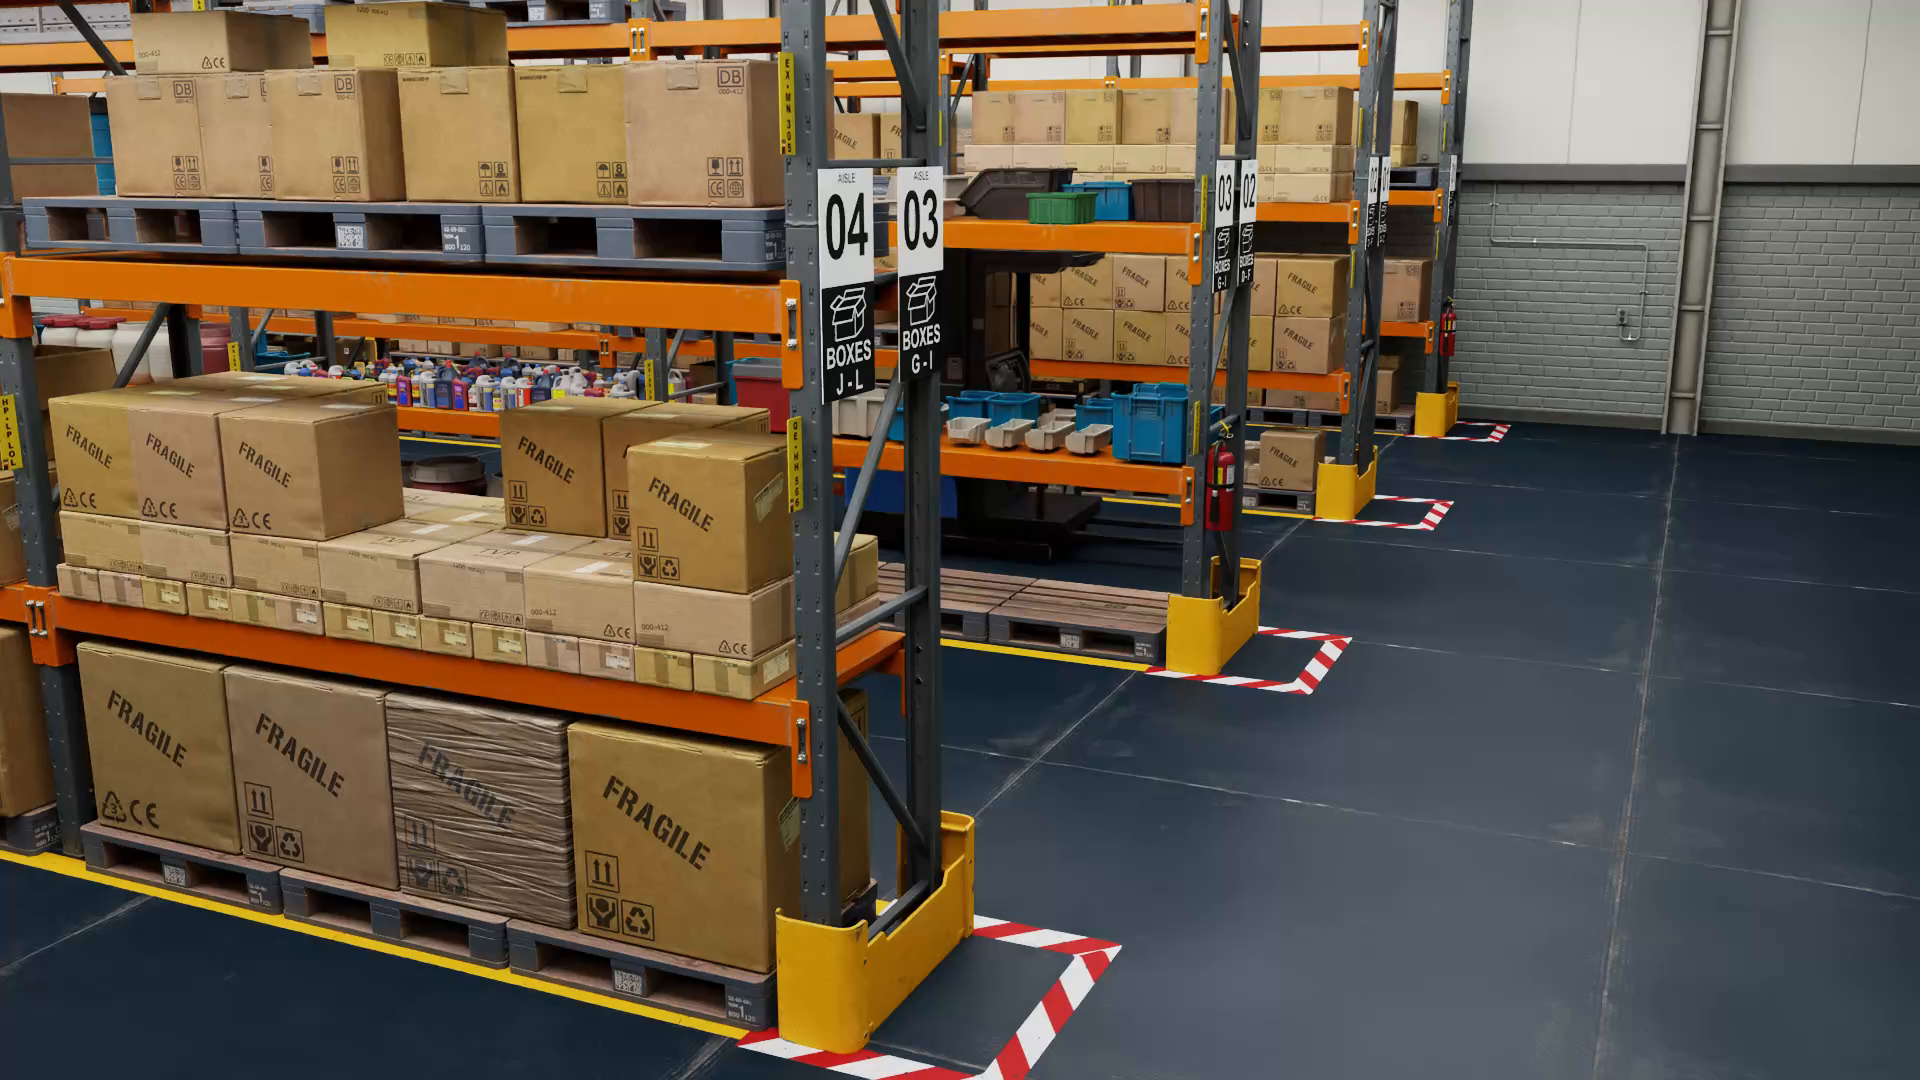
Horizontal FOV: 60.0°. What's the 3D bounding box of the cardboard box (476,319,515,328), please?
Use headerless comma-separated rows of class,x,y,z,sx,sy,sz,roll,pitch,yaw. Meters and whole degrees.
cardboard box,-5.174,-2.703,18.989,0.500,0.500,0.500,5,14,20

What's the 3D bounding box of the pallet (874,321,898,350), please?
pallet,-0.663,-2.136,17.210,1.213,0.211,1.003,6,14,23

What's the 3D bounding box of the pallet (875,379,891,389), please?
pallet,-0.940,-2.091,22.705,1.213,0.211,1.003,6,14,23

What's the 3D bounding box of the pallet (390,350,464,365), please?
pallet,-8.147,-2.831,25.855,1.213,0.211,1.003,6,14,23

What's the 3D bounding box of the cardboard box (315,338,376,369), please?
cardboard box,-7.588,-2.212,20.573,0.500,0.500,0.500,6,14,23

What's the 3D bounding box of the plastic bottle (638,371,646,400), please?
plastic bottle,-2.472,-1.187,13.028,0.097,0.271,0.097,0,13,0

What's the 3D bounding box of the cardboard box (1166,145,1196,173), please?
cardboard box,2.195,-3.480,15.189,0.500,0.250,0.500,6,14,23

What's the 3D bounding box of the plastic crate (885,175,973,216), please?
plastic crate,-0.230,-2.400,11.611,0.530,0.282,0.437,6,14,23

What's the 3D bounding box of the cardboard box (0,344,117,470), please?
cardboard box,-4.579,-0.658,8.078,0.637,0.503,0.797,5,14,22

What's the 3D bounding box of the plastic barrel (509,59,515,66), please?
plastic barrel,-3.608,-3.133,12.457,0.708,0.901,0.600,6,14,23

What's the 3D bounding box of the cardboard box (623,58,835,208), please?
cardboard box,-0.832,-1.492,6.126,0.500,0.500,0.700,5,14,20

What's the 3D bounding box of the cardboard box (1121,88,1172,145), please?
cardboard box,1.862,-3.956,15.573,0.500,0.500,0.700,6,14,23

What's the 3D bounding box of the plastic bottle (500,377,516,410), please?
plastic bottle,-3.395,-1.100,12.646,0.135,0.276,0.152,6,14,23

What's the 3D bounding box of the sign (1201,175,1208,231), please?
sign,1.463,-2.021,9.964,0.005,0.325,0.100,6,14,23

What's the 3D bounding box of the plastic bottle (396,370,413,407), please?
plastic bottle,-4.340,-1.187,13.004,0.133,0.283,0.061,6,14,23

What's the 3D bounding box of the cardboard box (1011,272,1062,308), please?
cardboard box,0.813,-2.518,16.011,0.500,0.500,0.500,5,14,21

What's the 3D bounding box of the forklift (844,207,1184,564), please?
forklift,0.584,-1.374,13.693,3.031,2.935,1.130,5,14,21

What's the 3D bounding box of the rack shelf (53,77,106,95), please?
rack shelf,-9.119,-5.433,20.162,4.000,0.370,1.077,6,14,23

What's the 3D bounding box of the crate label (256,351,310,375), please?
crate label,-5.877,-1.504,14.465,0.416,0.233,0.303,6,14,23

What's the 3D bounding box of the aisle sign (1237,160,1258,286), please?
aisle sign,1.857,-2.049,10.730,0.004,0.787,0.394,6,14,23

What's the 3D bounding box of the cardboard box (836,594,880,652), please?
cardboard box,-0.526,0.327,6.845,0.250,0.149,0.380,6,14,24

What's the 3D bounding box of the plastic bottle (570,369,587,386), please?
plastic bottle,-2.900,-1.121,12.573,0.185,0.351,0.144,6,14,23

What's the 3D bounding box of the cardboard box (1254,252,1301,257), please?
cardboard box,2.901,-2.441,15.682,0.500,0.500,0.500,6,14,24

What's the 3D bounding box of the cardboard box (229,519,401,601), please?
cardboard box,-2.740,0.057,7.125,0.500,0.250,0.500,6,15,25

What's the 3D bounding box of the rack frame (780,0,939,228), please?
rack frame,-0.335,-2.614,5.697,0.127,3.000,1.000,6,14,23

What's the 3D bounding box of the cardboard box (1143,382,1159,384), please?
cardboard box,2.669,-2.064,21.038,0.500,0.500,0.700,6,14,24

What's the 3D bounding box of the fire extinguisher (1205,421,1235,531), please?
fire extinguisher,1.625,-0.400,10.378,0.183,0.674,0.296,6,14,23

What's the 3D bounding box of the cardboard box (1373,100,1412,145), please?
cardboard box,4.904,-4.813,19.185,0.500,0.500,0.500,6,14,23

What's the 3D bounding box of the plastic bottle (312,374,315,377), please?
plastic bottle,-5.194,-1.238,13.401,0.097,0.201,0.097,0,13,0

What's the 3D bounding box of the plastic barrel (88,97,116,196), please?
plastic barrel,-7.551,-3.420,14.600,0.708,0.901,0.600,6,14,23

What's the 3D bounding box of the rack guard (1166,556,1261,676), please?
rack guard,1.698,0.489,11.079,0.348,0.500,1.175,6,14,23

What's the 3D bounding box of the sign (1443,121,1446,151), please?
sign,5.452,-4.538,18.697,0.005,0.325,0.100,6,14,23

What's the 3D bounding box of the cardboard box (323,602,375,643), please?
cardboard box,-2.430,0.299,6.962,0.250,0.149,0.380,5,14,22

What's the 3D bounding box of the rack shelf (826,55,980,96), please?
rack shelf,-1.805,-4.693,17.007,4.000,0.370,1.077,6,14,23

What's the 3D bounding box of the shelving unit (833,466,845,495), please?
shelving unit,-1.084,-0.682,14.525,0.503,1.200,0.258,5,14,21

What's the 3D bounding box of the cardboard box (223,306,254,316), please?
cardboard box,-8.641,-3.056,20.492,0.500,0.500,0.700,6,14,24

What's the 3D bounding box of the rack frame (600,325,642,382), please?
rack frame,-3.633,-2.502,18.353,0.127,3.000,1.000,6,14,23

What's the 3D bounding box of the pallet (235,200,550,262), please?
pallet,-2.137,-1.290,6.813,1.213,0.211,1.003,6,14,23

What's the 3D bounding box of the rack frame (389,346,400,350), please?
rack frame,-8.945,-4.278,25.919,0.127,3.000,1.000,6,14,23

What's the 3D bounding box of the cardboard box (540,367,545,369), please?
cardboard box,-4.942,-1.846,19.426,0.500,0.311,0.500,5,14,22

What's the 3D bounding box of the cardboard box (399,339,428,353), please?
cardboard box,-8.349,-3.100,25.823,0.500,0.311,0.500,4,14,17

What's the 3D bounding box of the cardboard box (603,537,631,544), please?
cardboard box,-1.142,0.087,6.994,0.500,0.250,0.500,6,14,23

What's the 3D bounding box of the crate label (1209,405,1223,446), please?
crate label,1.579,-0.767,11.194,0.303,0.233,0.416,6,14,23

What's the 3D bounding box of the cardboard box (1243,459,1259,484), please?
cardboard box,2.750,-0.652,15.707,0.250,0.166,0.380,6,14,23

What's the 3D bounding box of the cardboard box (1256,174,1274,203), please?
cardboard box,2.652,-3.191,15.048,0.500,0.250,0.500,6,14,23

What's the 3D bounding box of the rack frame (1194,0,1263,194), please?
rack frame,1.671,-3.649,10.106,0.127,3.000,1.000,6,14,23

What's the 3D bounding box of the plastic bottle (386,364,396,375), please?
plastic bottle,-4.791,-1.387,14.036,0.097,0.201,0.097,0,13,0

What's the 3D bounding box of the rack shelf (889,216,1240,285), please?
rack shelf,-0.157,-2.023,11.319,4.000,0.370,1.077,6,14,23

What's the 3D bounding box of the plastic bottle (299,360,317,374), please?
plastic bottle,-5.317,-1.332,13.637,0.135,0.276,0.152,6,14,23

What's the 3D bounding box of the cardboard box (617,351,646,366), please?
cardboard box,-4.608,-2.840,24.301,0.500,0.500,0.700,6,15,25

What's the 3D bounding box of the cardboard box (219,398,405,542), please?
cardboard box,-2.733,-0.308,7.039,0.500,0.500,0.500,5,14,21

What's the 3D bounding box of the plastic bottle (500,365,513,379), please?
plastic bottle,-3.645,-1.269,13.380,0.097,0.271,0.097,0,13,0

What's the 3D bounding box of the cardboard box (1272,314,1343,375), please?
cardboard box,3.161,-1.795,15.122,0.500,0.500,0.500,6,15,25
